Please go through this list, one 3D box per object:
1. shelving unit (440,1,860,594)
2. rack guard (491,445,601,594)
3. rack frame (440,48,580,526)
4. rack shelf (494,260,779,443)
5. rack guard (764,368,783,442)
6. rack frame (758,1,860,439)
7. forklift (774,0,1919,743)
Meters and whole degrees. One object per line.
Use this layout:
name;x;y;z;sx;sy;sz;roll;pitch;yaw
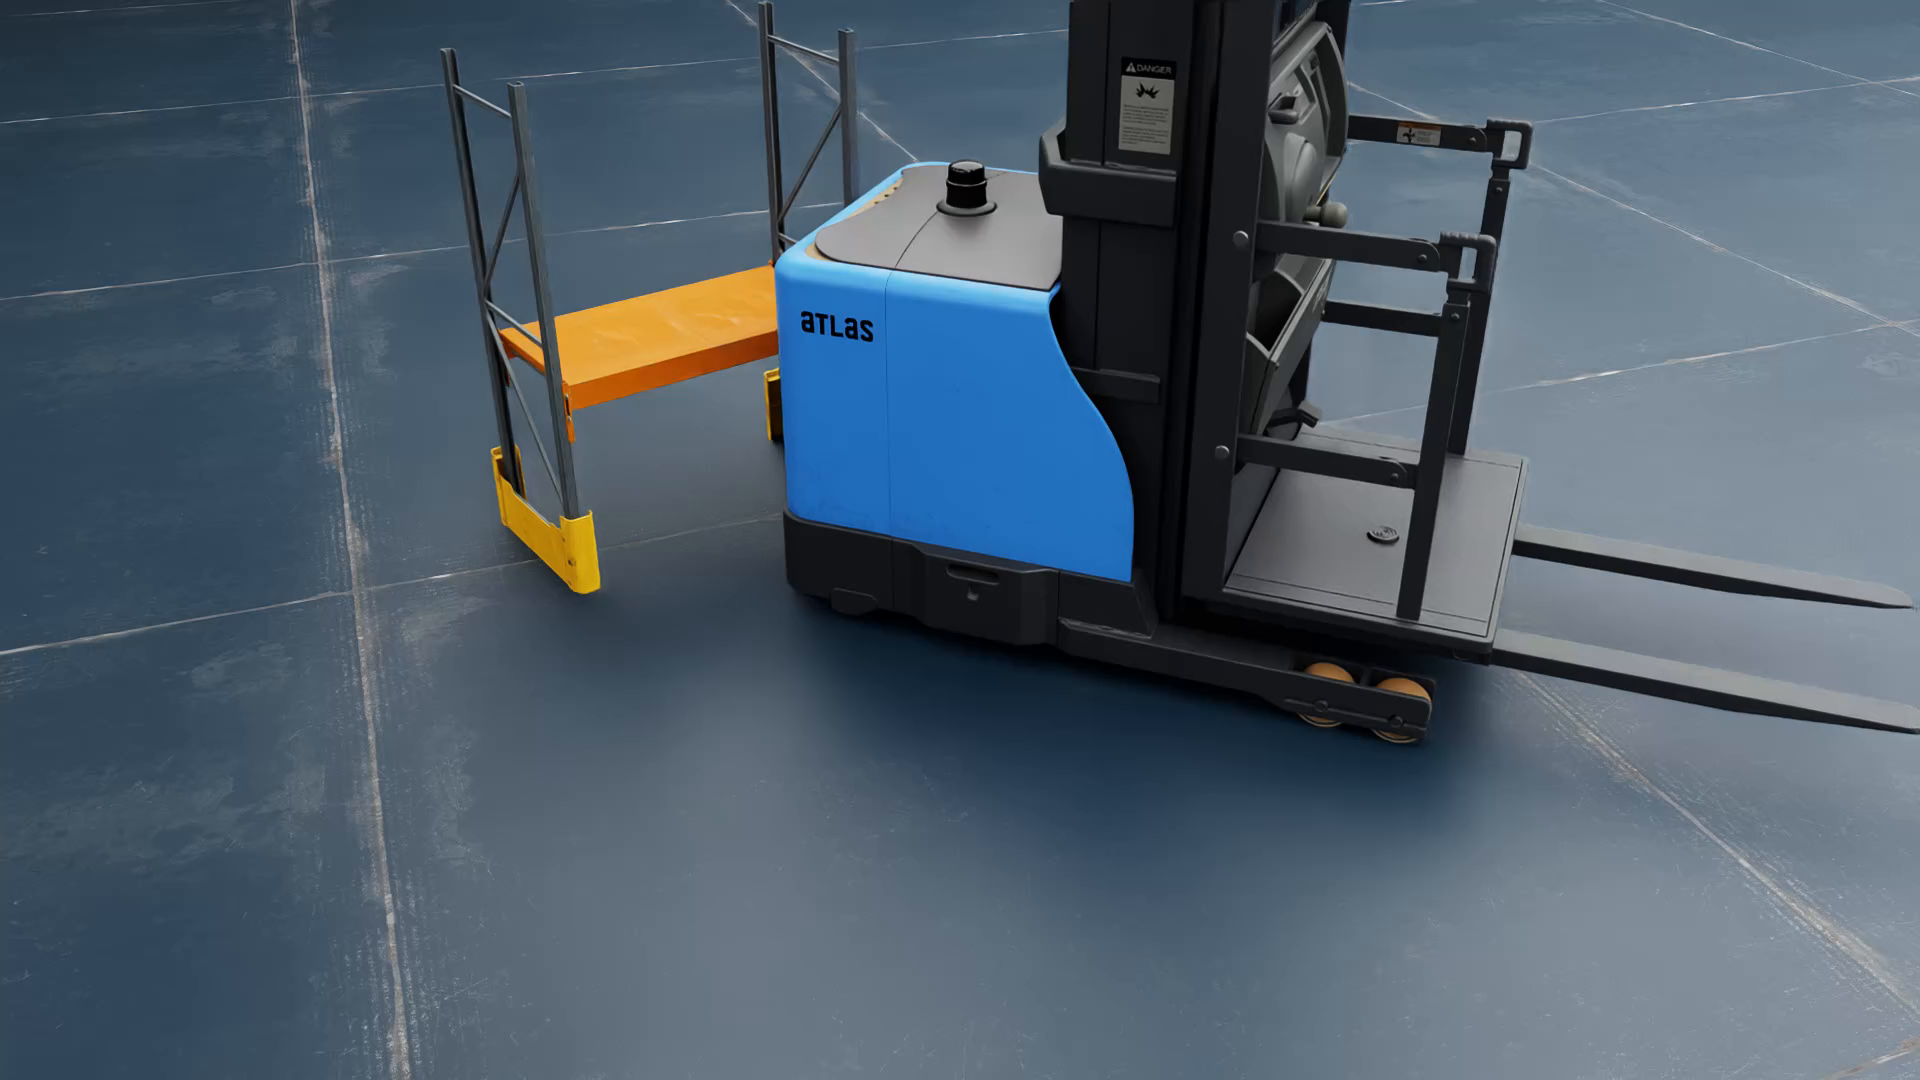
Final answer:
shelving unit;-0.880;-0.761;5.071;1.083;1.500;0.587;-20;35;-31
rack guard;-1.280;-0.071;5.122;0.087;0.250;0.587;-20;35;-31
rack frame;-1.281;-0.614;4.812;0.032;1.500;0.500;-20;35;-31
rack shelf;-0.873;-0.608;5.165;1.000;0.185;0.538;-20;35;-31
rack guard;-0.480;-0.365;5.639;0.087;0.250;0.587;-20;35;-31
rack frame;-0.465;-0.914;5.339;0.032;1.500;0.500;-20;35;-31
forklift;1.059;-1.044;4.121;3.031;2.935;1.130;11;31;18
